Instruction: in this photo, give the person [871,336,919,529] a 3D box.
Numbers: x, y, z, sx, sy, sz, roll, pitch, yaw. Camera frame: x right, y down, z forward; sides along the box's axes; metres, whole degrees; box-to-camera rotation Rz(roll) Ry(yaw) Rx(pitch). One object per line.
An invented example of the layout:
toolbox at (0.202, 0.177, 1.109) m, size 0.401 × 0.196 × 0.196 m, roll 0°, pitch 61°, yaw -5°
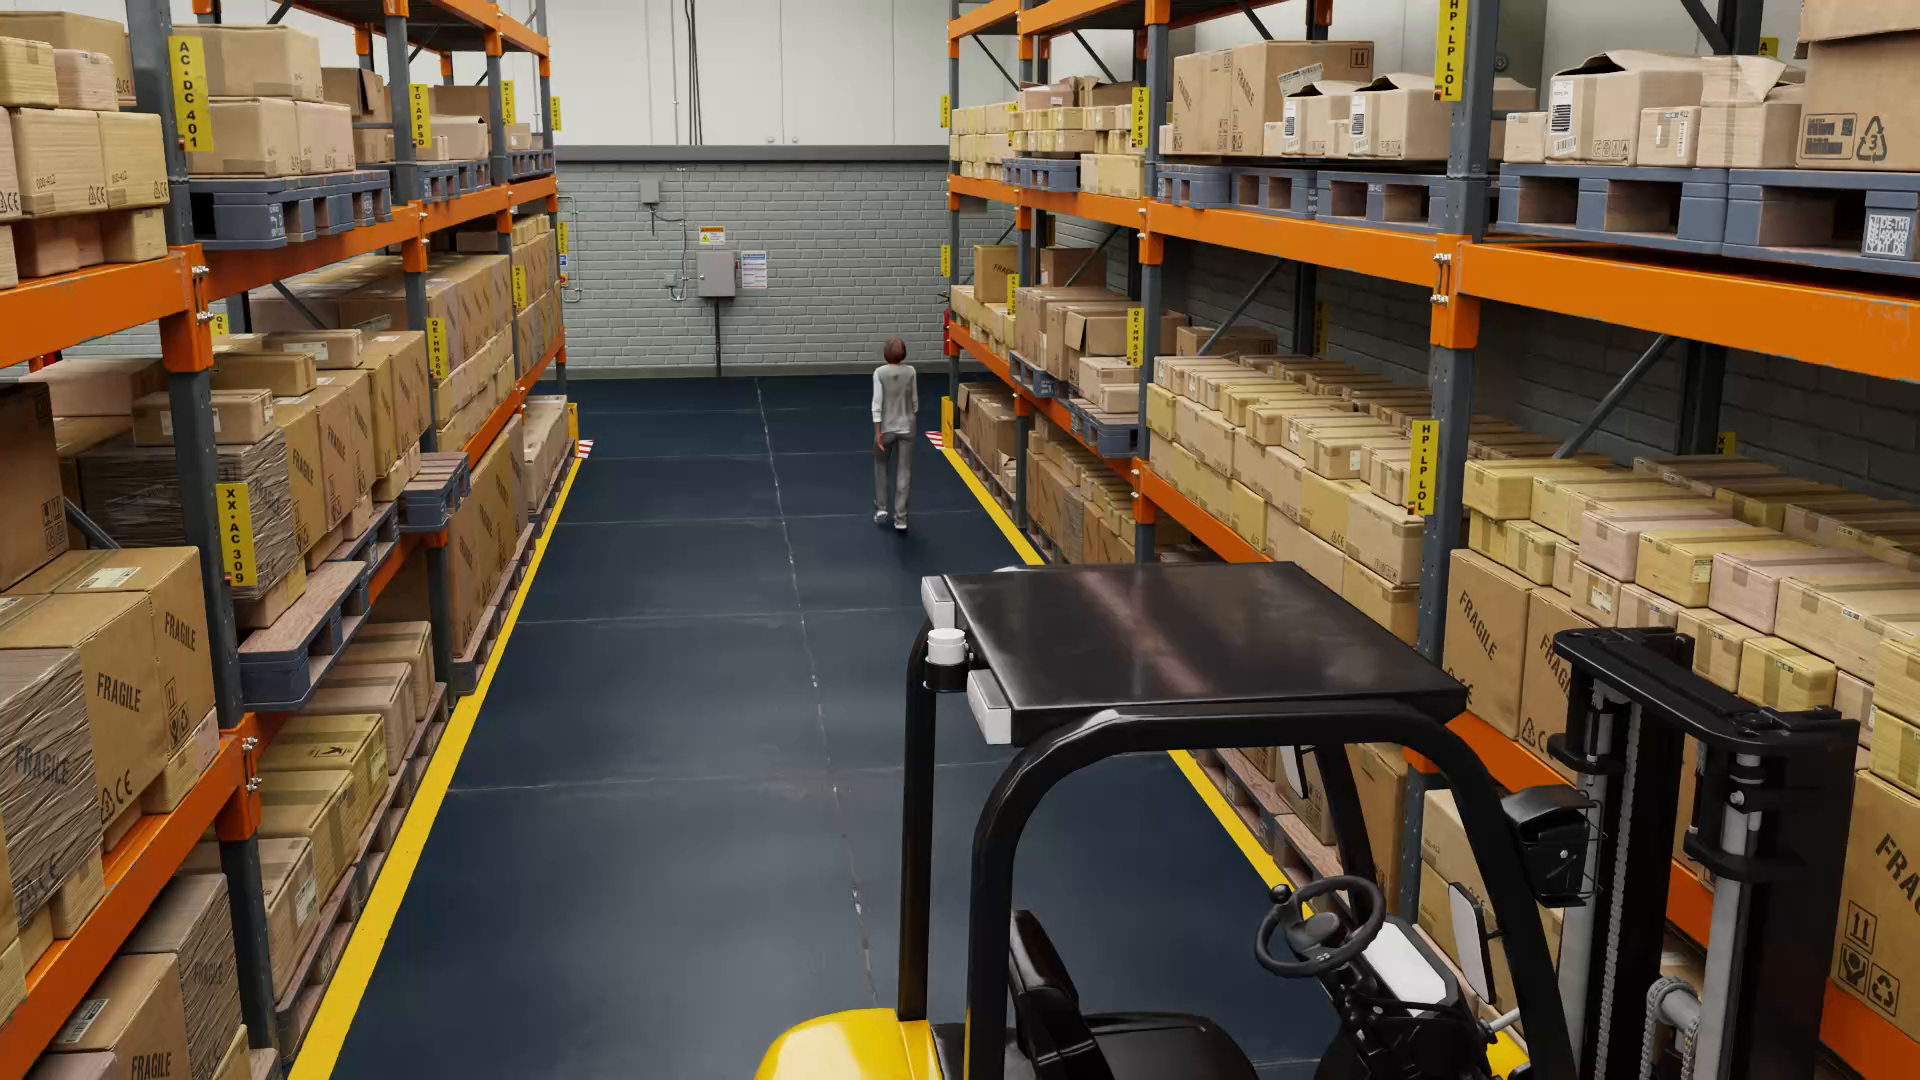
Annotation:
person at (-0.540, -0.879, 13.754) m, size 0.408 × 1.602 × 0.728 m, roll -2°, pitch 14°, yaw -8°
